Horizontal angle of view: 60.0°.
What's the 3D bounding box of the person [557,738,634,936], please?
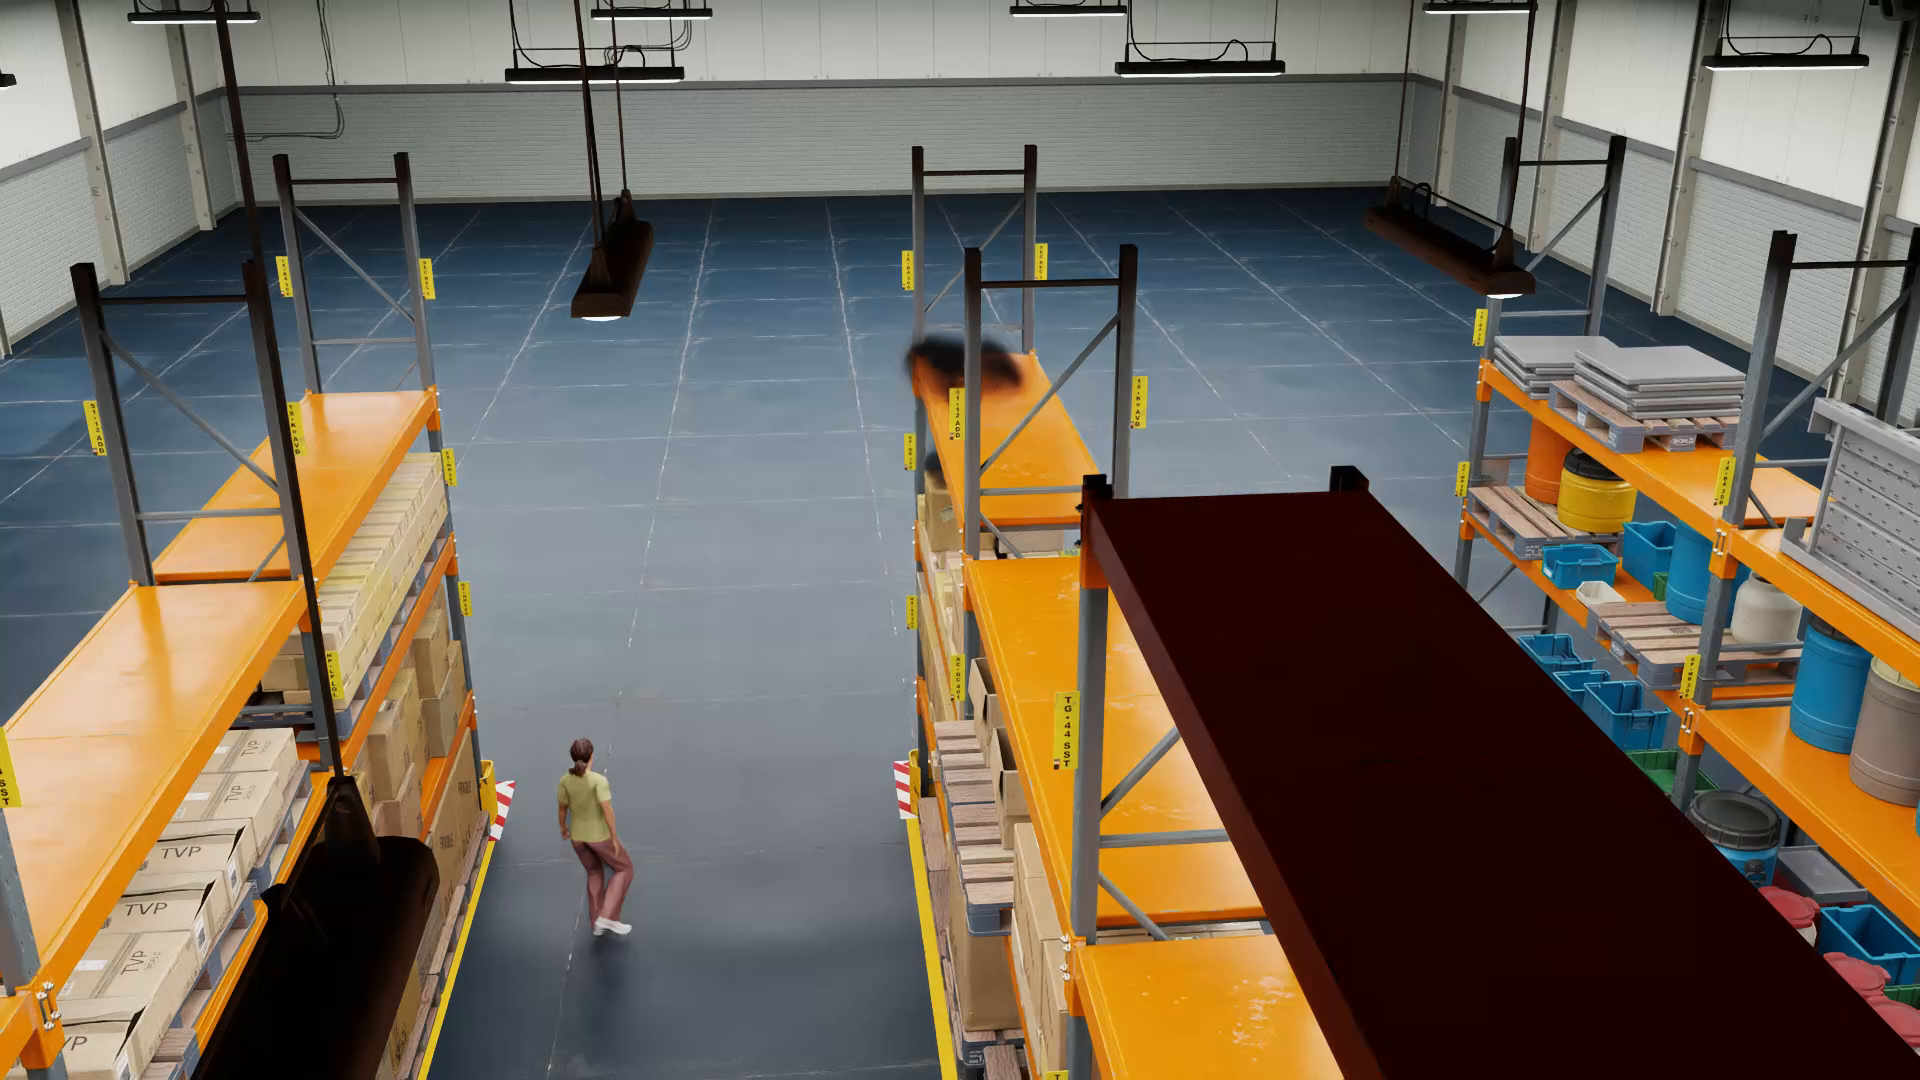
[{"bbox_3d":[-2.964,2.420,13.342,0.721,1.588,0.583,6,22,15],"label":"person"}]
